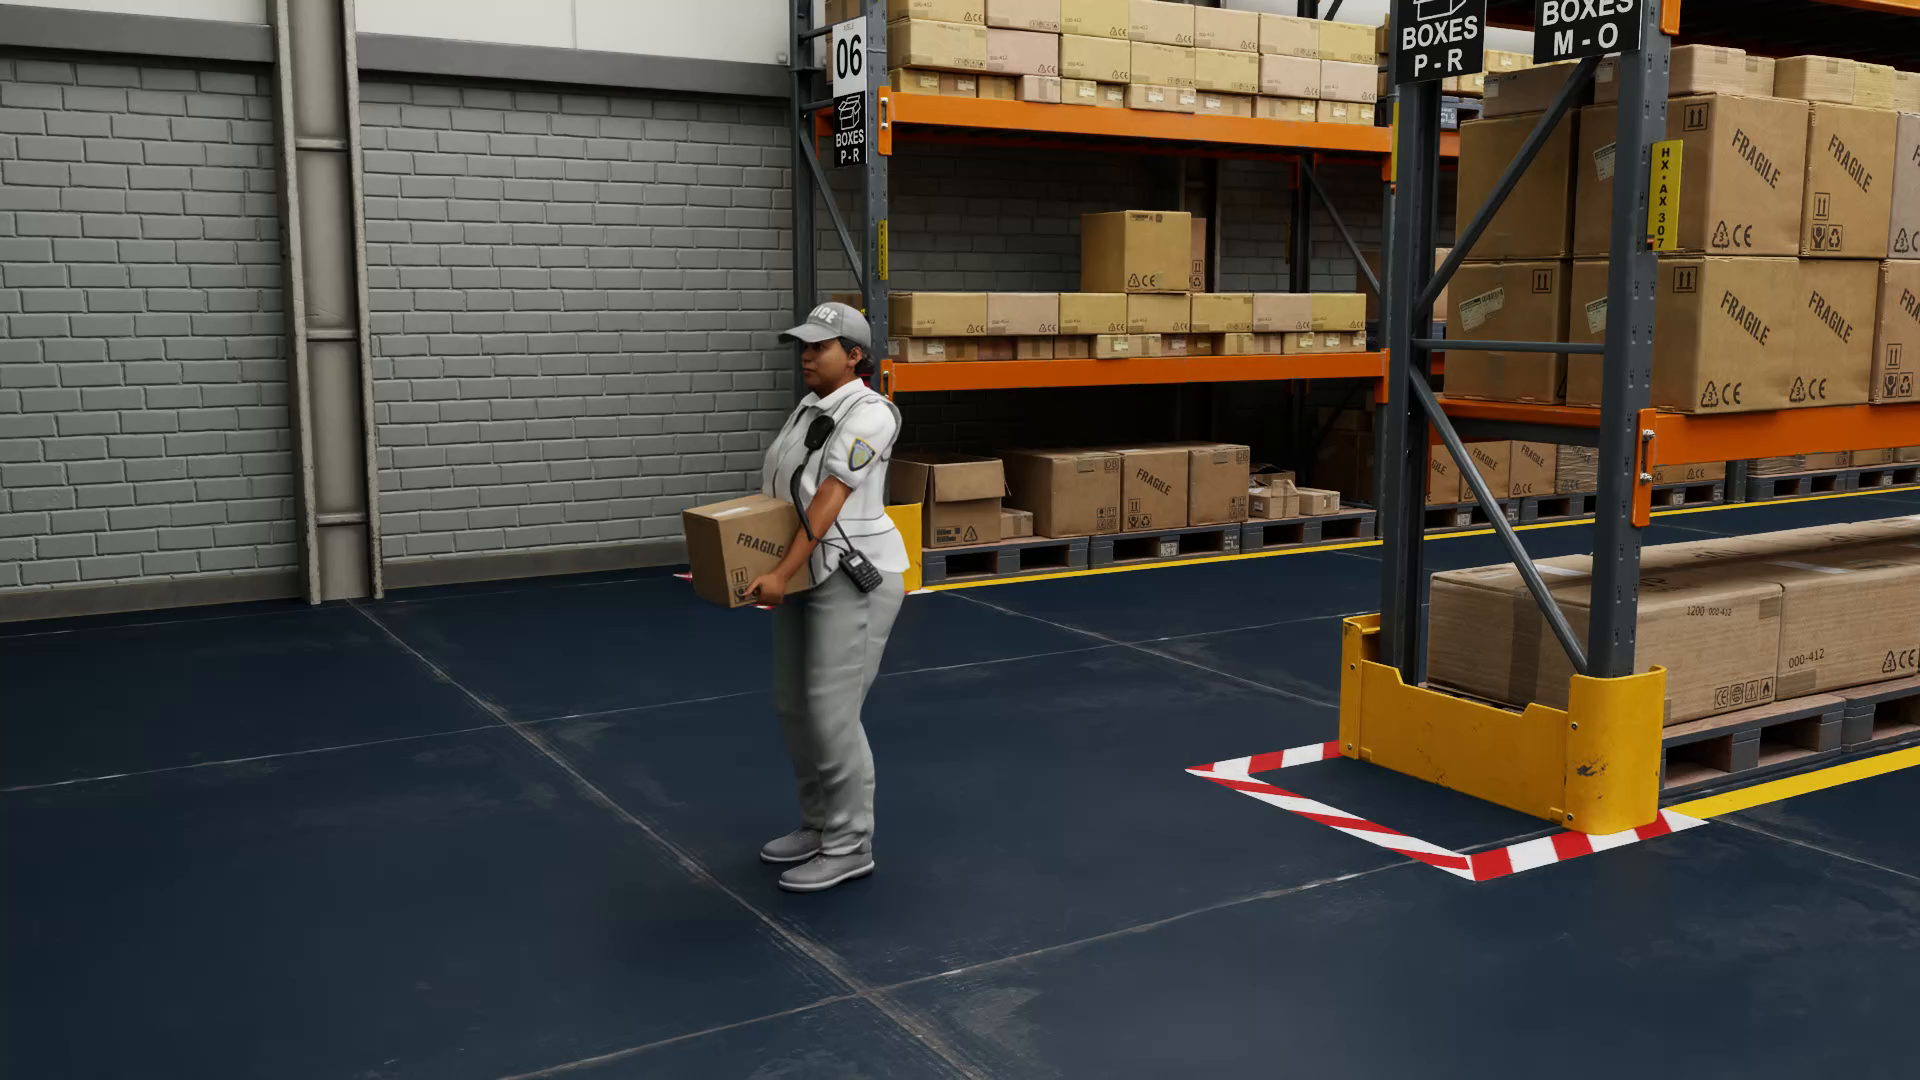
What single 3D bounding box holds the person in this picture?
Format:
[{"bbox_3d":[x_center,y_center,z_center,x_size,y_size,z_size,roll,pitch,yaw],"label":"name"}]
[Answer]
[{"bbox_3d":[-0.427,0.154,4.793,0.542,1.663,0.452,-5,10,-31],"label":"person"}]
